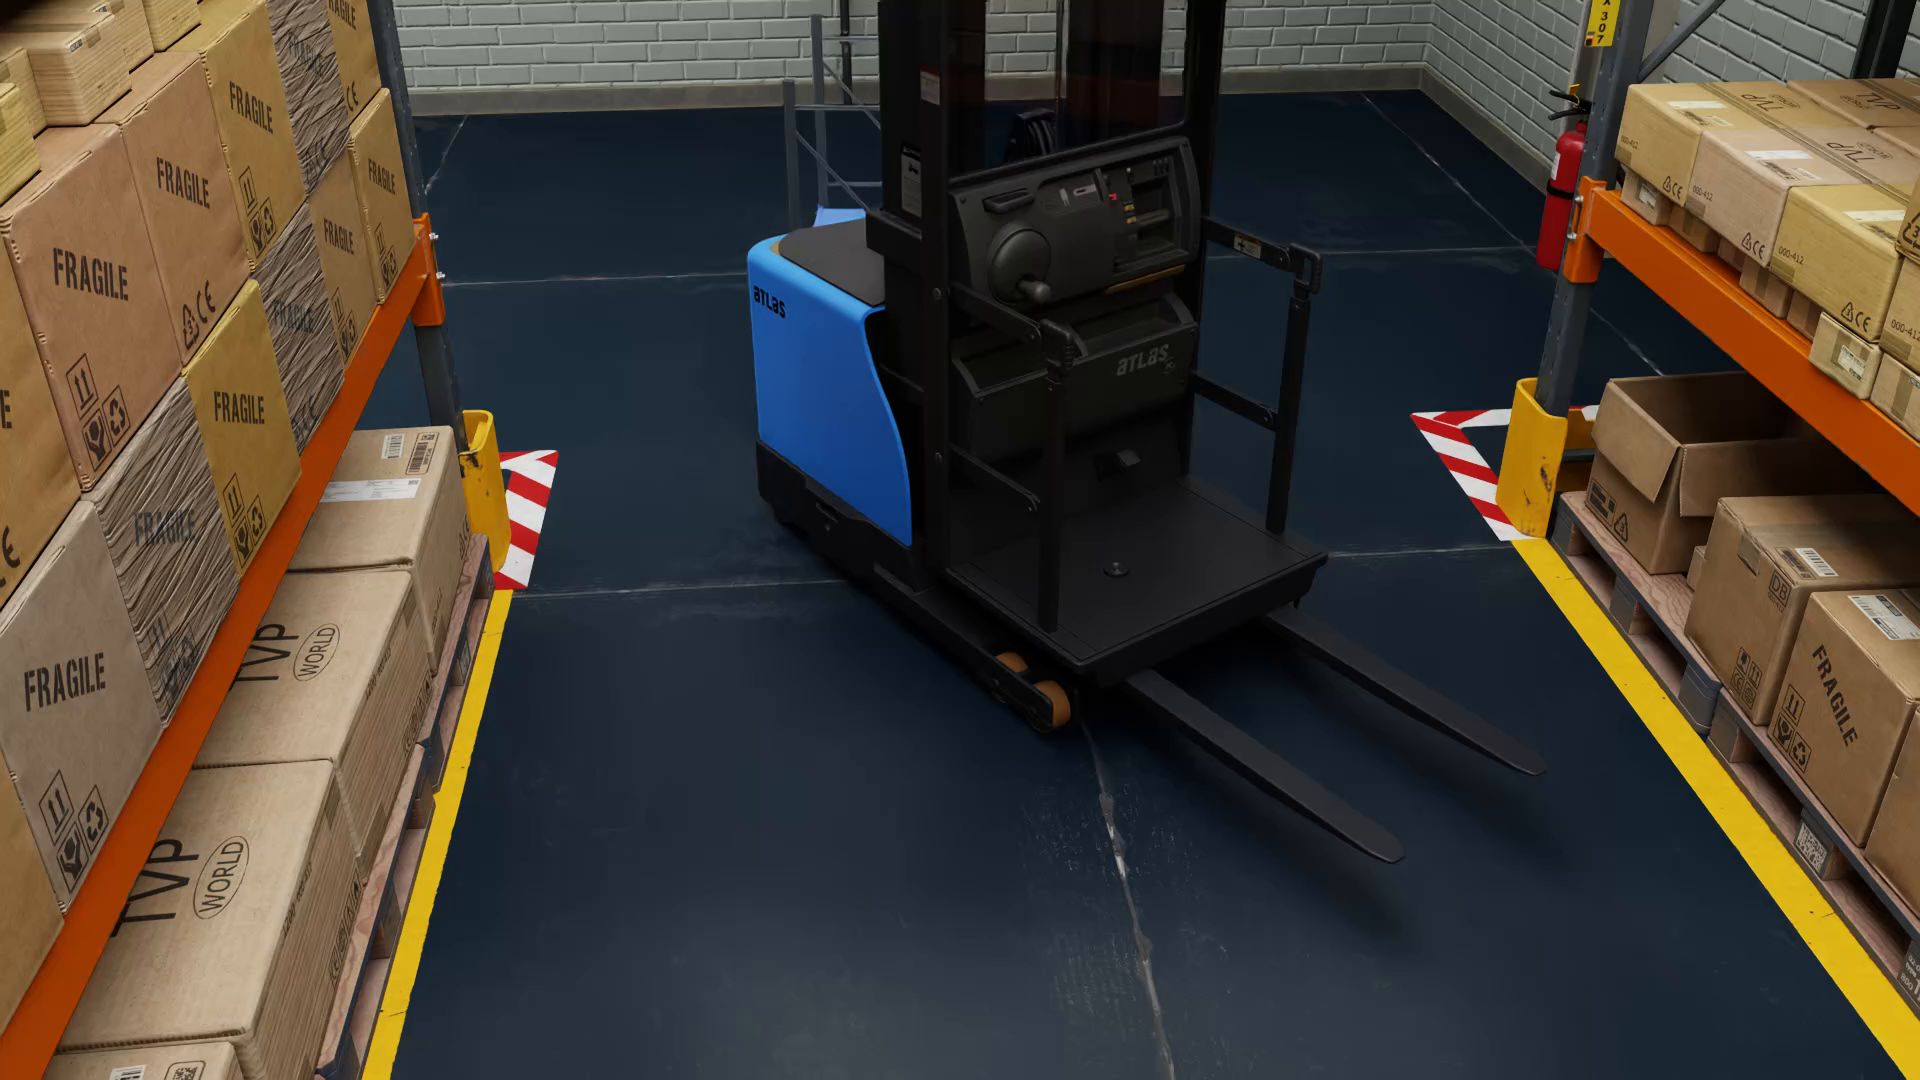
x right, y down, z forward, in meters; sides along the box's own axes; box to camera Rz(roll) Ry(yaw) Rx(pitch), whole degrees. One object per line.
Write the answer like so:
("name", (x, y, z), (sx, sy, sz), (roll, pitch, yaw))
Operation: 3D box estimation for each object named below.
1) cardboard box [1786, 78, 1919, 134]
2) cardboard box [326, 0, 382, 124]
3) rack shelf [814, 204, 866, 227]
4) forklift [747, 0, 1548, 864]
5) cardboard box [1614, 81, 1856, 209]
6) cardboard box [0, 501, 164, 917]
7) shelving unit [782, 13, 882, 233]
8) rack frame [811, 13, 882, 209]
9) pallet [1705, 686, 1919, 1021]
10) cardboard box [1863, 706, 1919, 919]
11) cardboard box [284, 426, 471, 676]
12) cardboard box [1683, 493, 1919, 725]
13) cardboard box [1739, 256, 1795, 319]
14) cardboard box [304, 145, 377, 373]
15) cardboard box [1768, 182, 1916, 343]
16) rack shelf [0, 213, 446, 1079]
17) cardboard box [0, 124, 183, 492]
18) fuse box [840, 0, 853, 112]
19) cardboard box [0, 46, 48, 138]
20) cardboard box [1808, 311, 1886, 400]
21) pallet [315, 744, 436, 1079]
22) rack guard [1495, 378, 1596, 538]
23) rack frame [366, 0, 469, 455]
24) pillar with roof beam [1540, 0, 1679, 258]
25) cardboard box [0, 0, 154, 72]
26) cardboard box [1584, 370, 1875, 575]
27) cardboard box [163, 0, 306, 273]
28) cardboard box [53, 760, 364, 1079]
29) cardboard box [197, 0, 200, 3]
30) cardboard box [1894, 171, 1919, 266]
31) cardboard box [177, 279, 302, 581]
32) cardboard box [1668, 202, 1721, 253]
("cardboard box", (2.986, -1.289, 5.339), (0.500, 0.250, 0.500), (-2, 31, -3))
("cardboard box", (-1.980, -1.446, 4.672), (0.500, 0.500, 0.500), (-2, 31, -3))
("rack shelf", (-0.398, -1.174, 7.104), (0.538, 0.185, 1.000), (1, 31, 1))
("forklift", (0.505, -0.938, 4.963), (1.130, 2.935, 3.031), (-21, 37, -31))
("cardboard box", (2.453, -1.267, 5.301), (0.500, 0.250, 0.500), (-3, 31, -4))
("cardboard box", (-1.715, 0.282, 2.755), (0.500, 0.500, 0.500), (-3, 31, -4))
("shelving unit", (-0.398, -1.328, 7.011), (0.538, 1.500, 1.048), (1, 31, 1))
("rack frame", (-0.384, -1.589, 7.448), (0.500, 1.500, 0.032), (1, 31, 1))
("pallet", (2.873, 0.817, 4.677), (1.003, 0.211, 1.213), (-3, 31, -5))
("cardboard box", (2.780, 0.730, 4.130), (0.700, 0.500, 0.500), (-4, 31, -6))
("cardboard box", (-2.101, 0.044, 5.341), (0.875, 0.438, 0.875), (-4, 31, -6))
("cardboard box", (2.683, 0.200, 5.018), (0.700, 0.500, 0.500), (-2, 31, -3))
("cardboard box", (2.528, -0.767, 4.854), (0.380, 0.149, 0.250), (-2, 31, -3))
("cardboard box", (-1.922, -0.760, 4.500), (0.500, 0.500, 0.500), (-3, 31, -6))
("cardboard box", (2.551, -0.751, 4.438), (0.500, 0.250, 0.500), (-3, 31, -6))
("rack shelf", (-2.076, 0.122, 3.822), (1.077, 0.370, 4.000), (-3, 31, -5))
("cardboard box", (-1.770, -0.413, 2.944), (0.500, 0.500, 0.500), (-2, 31, -4))
("fuse box", (-0.707, -3.559, 10.539), (0.539, 1.711, 0.414), (-3, 31, -5))
("cardboard box", (-1.829, -0.740, 2.858), (0.380, 0.149, 0.250), (-3, 31, -5))
("cardboard box", (2.508, -0.499, 4.405), (0.380, 0.149, 0.250), (-4, 31, -6))
("pallet", (-1.999, 1.015, 4.345), (1.003, 0.211, 1.213), (-3, 31, -5))
("rack guard", (2.686, -0.336, 6.325), (1.175, 0.500, 0.348), (-3, 31, -5))
("rack frame", (-2.262, -1.208, 5.347), (1.000, 3.000, 0.127), (-3, 31, -5))
("pillar with roof beam", (-0.961, -5.237, 6.242), (9.100, 9.000, 0.400), (-3, 31, -5))
("cardboard box", (-1.850, -1.001, 3.296), (0.380, 0.149, 0.250), (-2, 31, -3))
("cardboard box", (2.642, -0.240, 5.751), (0.797, 0.503, 0.637), (-4, 31, -7))
("cardboard box", (-1.859, -0.927, 3.805), (0.500, 0.500, 0.500), (-3, 31, -5))
("cardboard box", (-1.925, 0.971, 3.788), (0.875, 0.438, 0.875), (-4, 31, -6))
("cardboard box", (-1.937, -1.261, 3.732), (0.380, 0.149, 0.250), (-3, 31, -5))
("cardboard box", (2.594, -0.823, 3.827), (0.500, 0.500, 0.500), (-2, 31, -3))
("cardboard box", (-1.803, -0.235, 3.621), (0.500, 0.500, 0.500), (-2, 31, -3))
("cardboard box", (2.507, -1.031, 5.296), (0.380, 0.149, 0.250), (-2, 31, -3))
